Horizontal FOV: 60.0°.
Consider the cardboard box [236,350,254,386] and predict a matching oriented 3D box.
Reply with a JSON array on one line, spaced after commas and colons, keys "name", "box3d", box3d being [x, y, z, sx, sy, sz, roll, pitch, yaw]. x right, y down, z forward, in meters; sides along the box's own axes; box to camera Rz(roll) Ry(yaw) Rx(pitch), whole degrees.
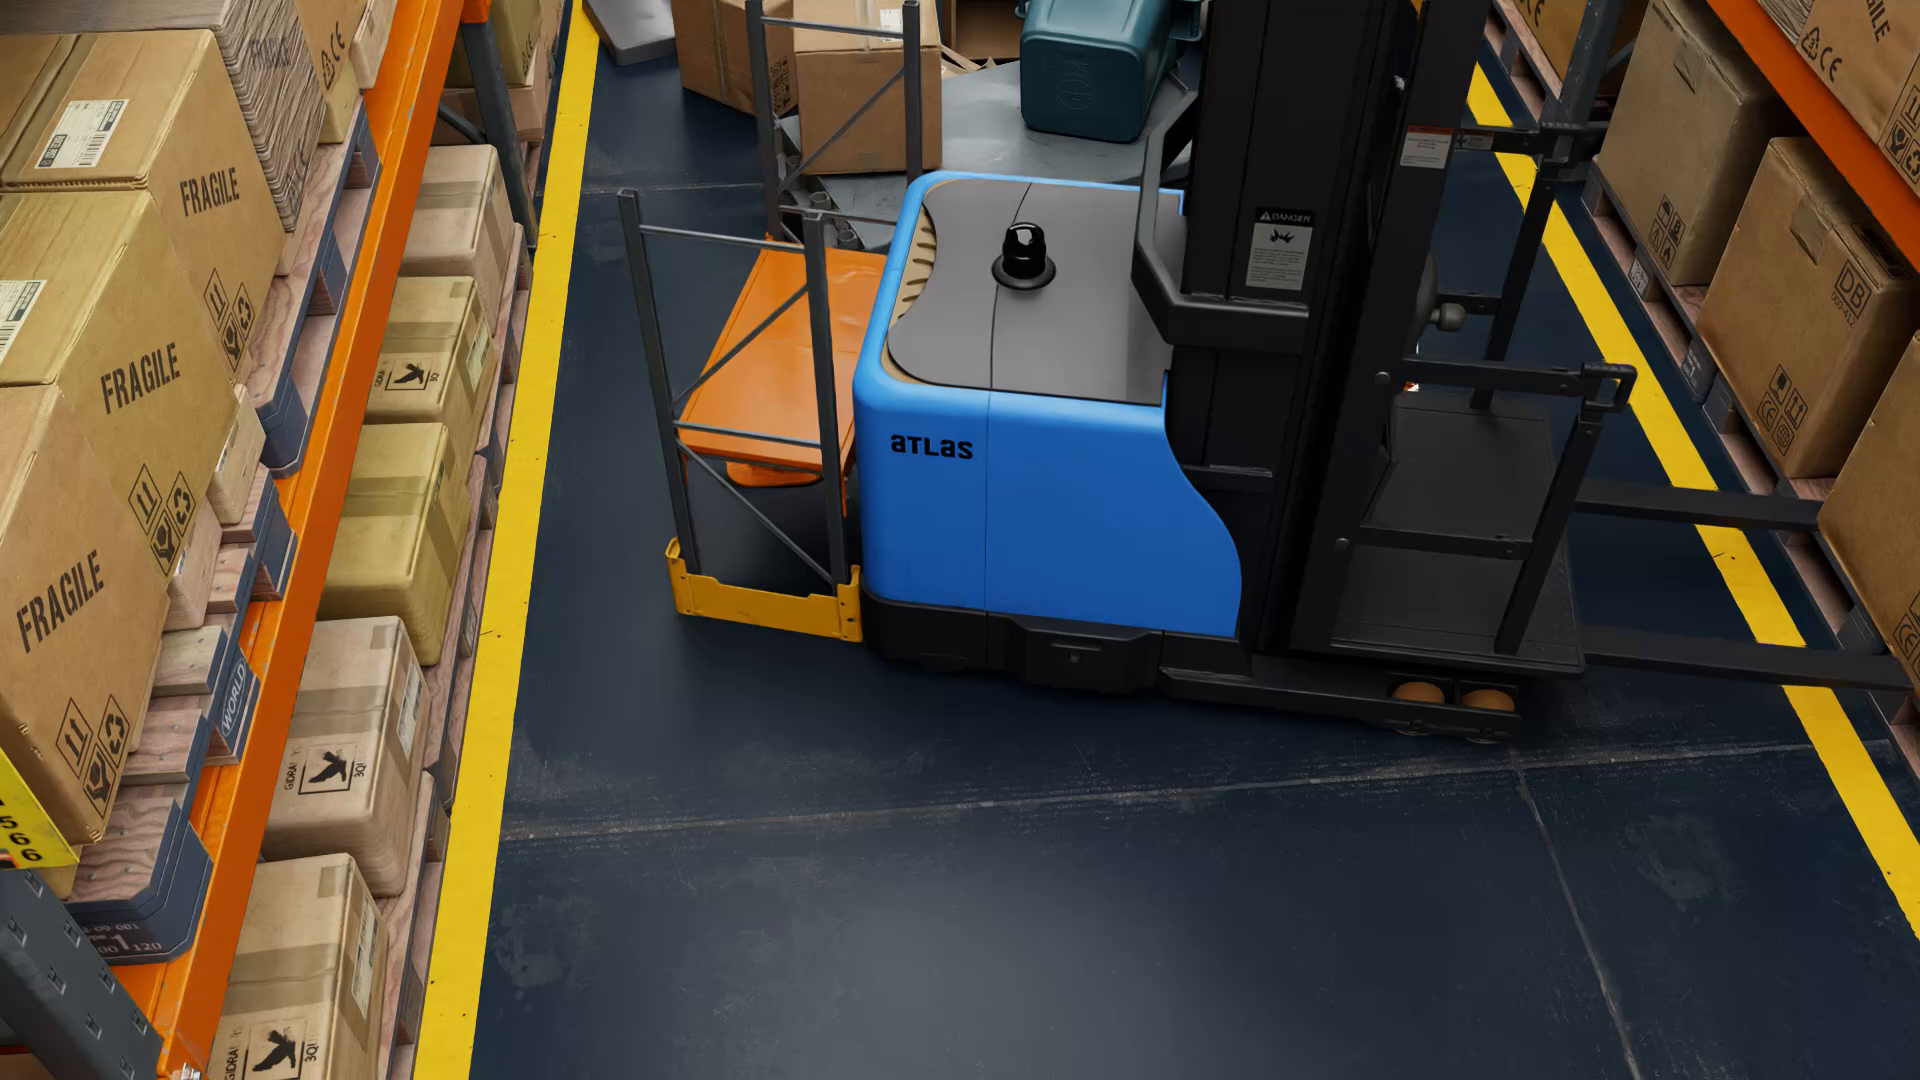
[{"name": "cardboard box", "box3d": [-1.679, -0.328, 3.378, 0.380, 0.149, 0.250, -1, 47, -1]}]

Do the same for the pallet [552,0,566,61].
[{"name": "pallet", "box3d": [-2.301, -2.550, 7.519, 1.003, 0.211, 1.213, -3, 47, -3]}]

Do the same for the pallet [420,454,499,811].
[{"name": "pallet", "box3d": [-1.932, 0.267, 4.852, 1.003, 0.211, 1.213, -3, 47, -3]}]

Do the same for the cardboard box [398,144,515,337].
[{"name": "cardboard box", "box3d": [-2.058, -1.002, 5.653, 0.950, 0.372, 0.625, -3, 47, -3]}]

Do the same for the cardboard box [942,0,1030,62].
[{"name": "cardboard box", "box3d": [0.317, -2.429, 7.111, 0.797, 0.637, 0.503, -3, 47, -3]}]

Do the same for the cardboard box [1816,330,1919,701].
[{"name": "cardboard box", "box3d": [3.117, -0.069, 4.510, 1.050, 0.750, 0.750, -3, 47, -3]}]

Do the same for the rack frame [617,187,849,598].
[{"name": "rack frame", "box3d": [-0.571, -0.281, 4.483, 0.500, 1.500, 0.032, 9, 47, 8]}]

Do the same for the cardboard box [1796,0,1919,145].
[{"name": "cardboard box", "box3d": [2.678, -1.424, 4.464, 0.500, 0.500, 0.500, -4, 47, -4]}]

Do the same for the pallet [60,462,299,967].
[{"name": "pallet", "box3d": [-1.935, 0.311, 3.022, 1.213, 0.211, 1.003, -3, 47, -3]}]

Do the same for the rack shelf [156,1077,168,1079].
[{"name": "rack shelf", "box3d": [-1.602, 2.448, 1.361, 1.077, 0.370, 4.000, -3, 47, -3]}]

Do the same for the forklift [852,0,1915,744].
[{"name": "forklift", "box3d": [1.273, -0.846, 4.033, 3.031, 2.935, 1.130, 6, 47, 6]}]

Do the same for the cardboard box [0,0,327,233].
[{"name": "cardboard box", "box3d": [-1.712, -0.989, 3.558, 0.500, 0.500, 0.500, -5, 47, -5]}]

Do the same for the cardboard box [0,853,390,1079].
[{"name": "cardboard box", "box3d": [-1.807, 1.104, 3.659, 0.950, 0.372, 0.625, -6, 47, -6]}]

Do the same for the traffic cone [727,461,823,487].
[{"name": "traffic cone", "box3d": [-0.605, -0.456, 5.363, 0.336, 0.463, 0.334, -3, 47, -3]}]

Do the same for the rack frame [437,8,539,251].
[{"name": "rack frame", "box3d": [-2.104, -2.140, 5.211, 1.000, 3.000, 0.127, -3, 47, -3]}]

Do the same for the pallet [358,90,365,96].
[{"name": "pallet", "box3d": [-2.185, -1.512, 4.748, 1.003, 0.211, 1.213, -3, 47, -3]}]

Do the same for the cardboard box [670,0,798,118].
[{"name": "cardboard box", "box3d": [-0.838, -2.139, 6.930, 0.500, 0.500, 0.500, 27, 52, 23]}]

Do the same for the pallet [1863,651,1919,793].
[{"name": "pallet", "box3d": [3.164, 0.764, 4.381, 1.003, 0.211, 1.213, -3, 47, -3]}]

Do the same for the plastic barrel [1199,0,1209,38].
[{"name": "plastic barrel", "box3d": [1.196, -2.356, 7.189, 0.512, 0.421, 0.421, 27, 52, 23]}]

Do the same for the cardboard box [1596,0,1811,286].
[{"name": "cardboard box", "box3d": [2.962, -1.441, 5.809, 1.050, 0.750, 0.750, -4, 47, -3]}]

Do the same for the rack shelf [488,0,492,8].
[{"name": "rack shelf", "box3d": [-2.272, -3.340, 6.842, 1.077, 0.370, 4.000, -3, 47, -3]}]

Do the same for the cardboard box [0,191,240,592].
[{"name": "cardboard box", "box3d": [-1.627, -0.243, 2.852, 0.500, 0.500, 0.500, -1, 47, -1]}]

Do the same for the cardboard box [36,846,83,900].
[{"name": "cardboard box", "box3d": [-1.611, 0.450, 2.642, 0.380, 0.149, 0.250, -6, 47, -6]}]

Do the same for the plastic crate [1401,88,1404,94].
[{"name": "plastic crate", "box3d": [1.500, -1.613, 6.609, 0.450, 0.188, 0.662, 25, 51, 9]}]

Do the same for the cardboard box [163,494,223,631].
[{"name": "cardboard box", "box3d": [-1.578, 0.042, 3.028, 0.380, 0.149, 0.250, -6, 47, -6]}]

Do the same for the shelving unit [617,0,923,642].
[{"name": "shelving unit", "box3d": [-0.467, -0.636, 4.819, 0.587, 1.500, 1.083, 9, 47, 8]}]

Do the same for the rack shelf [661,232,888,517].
[{"name": "rack shelf", "box3d": [-0.465, -0.518, 4.956, 0.538, 0.185, 1.000, 9, 47, 8]}]

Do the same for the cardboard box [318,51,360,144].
[{"name": "cardboard box", "box3d": [-1.715, -1.104, 4.113, 0.380, 0.149, 0.250, -4, 47, -3]}]

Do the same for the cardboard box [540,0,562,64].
[{"name": "cardboard box", "box3d": [-1.940, -2.168, 6.842, 0.500, 0.250, 0.500, -1, 47, -1]}]

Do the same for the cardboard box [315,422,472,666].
[{"name": "cardboard box", "box3d": [-1.934, 0.021, 4.684, 0.950, 0.372, 0.625, -2, 47, -2]}]

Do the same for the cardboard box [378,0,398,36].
[{"name": "cardboard box", "box3d": [-1.724, -1.466, 4.457, 0.380, 0.149, 0.250, -4, 47, -4]}]

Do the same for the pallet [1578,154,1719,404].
[{"name": "pallet", "box3d": [2.960, -1.001, 6.053, 1.003, 0.211, 1.213, -3, 47, -3]}]

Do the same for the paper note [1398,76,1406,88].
[{"name": "paper note", "box3d": [1.861, -1.925, 7.051, 0.147, 0.020, 0.142, -36, 56, -29]}]
